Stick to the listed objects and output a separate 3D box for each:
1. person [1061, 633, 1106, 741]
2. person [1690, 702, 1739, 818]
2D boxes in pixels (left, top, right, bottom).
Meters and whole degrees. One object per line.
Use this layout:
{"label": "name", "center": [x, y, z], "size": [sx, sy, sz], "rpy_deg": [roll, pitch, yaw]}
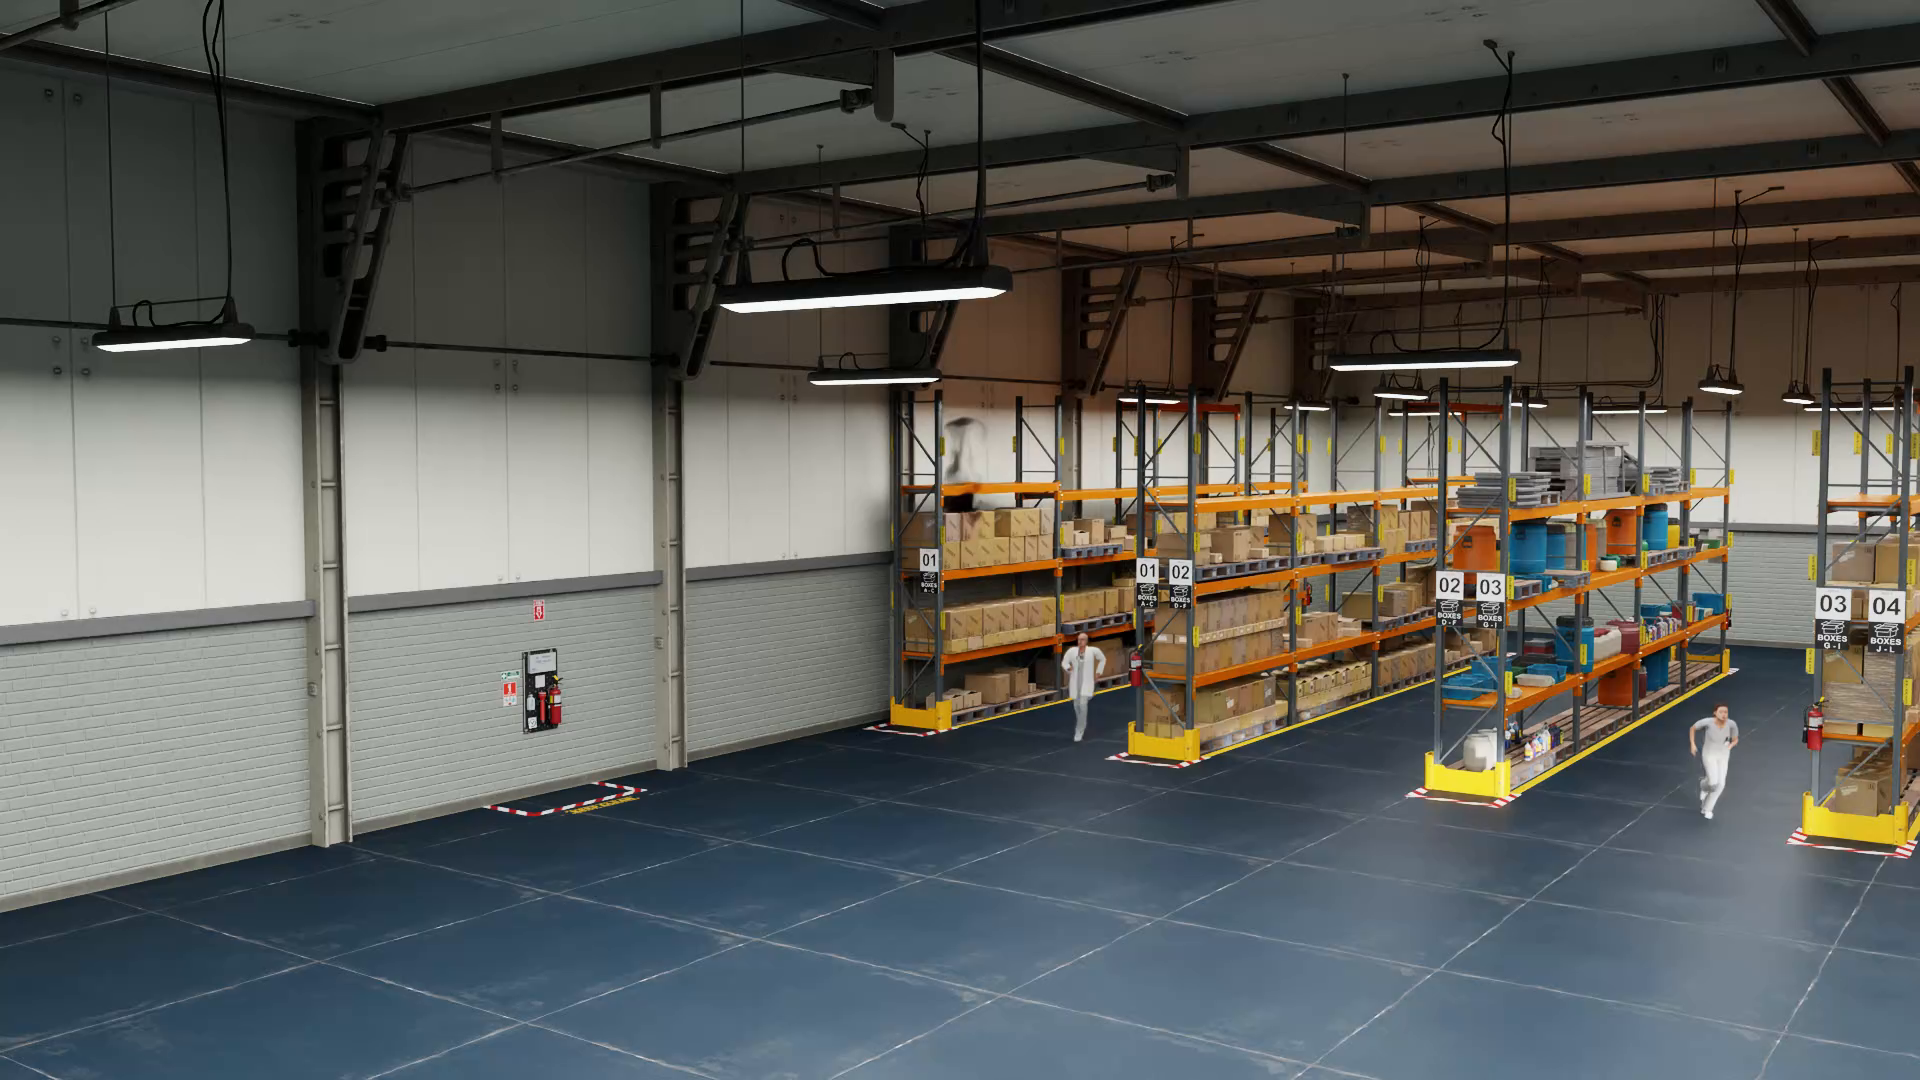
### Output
{"label": "person", "center": [2.113, 2.518, 28.590], "size": [0.720, 1.865, 0.846], "rpy_deg": [1, 3, 22]}
{"label": "person", "center": [10.158, 2.957, 22.367], "size": [0.553, 1.596, 0.680], "rpy_deg": [0, 3, 3]}
